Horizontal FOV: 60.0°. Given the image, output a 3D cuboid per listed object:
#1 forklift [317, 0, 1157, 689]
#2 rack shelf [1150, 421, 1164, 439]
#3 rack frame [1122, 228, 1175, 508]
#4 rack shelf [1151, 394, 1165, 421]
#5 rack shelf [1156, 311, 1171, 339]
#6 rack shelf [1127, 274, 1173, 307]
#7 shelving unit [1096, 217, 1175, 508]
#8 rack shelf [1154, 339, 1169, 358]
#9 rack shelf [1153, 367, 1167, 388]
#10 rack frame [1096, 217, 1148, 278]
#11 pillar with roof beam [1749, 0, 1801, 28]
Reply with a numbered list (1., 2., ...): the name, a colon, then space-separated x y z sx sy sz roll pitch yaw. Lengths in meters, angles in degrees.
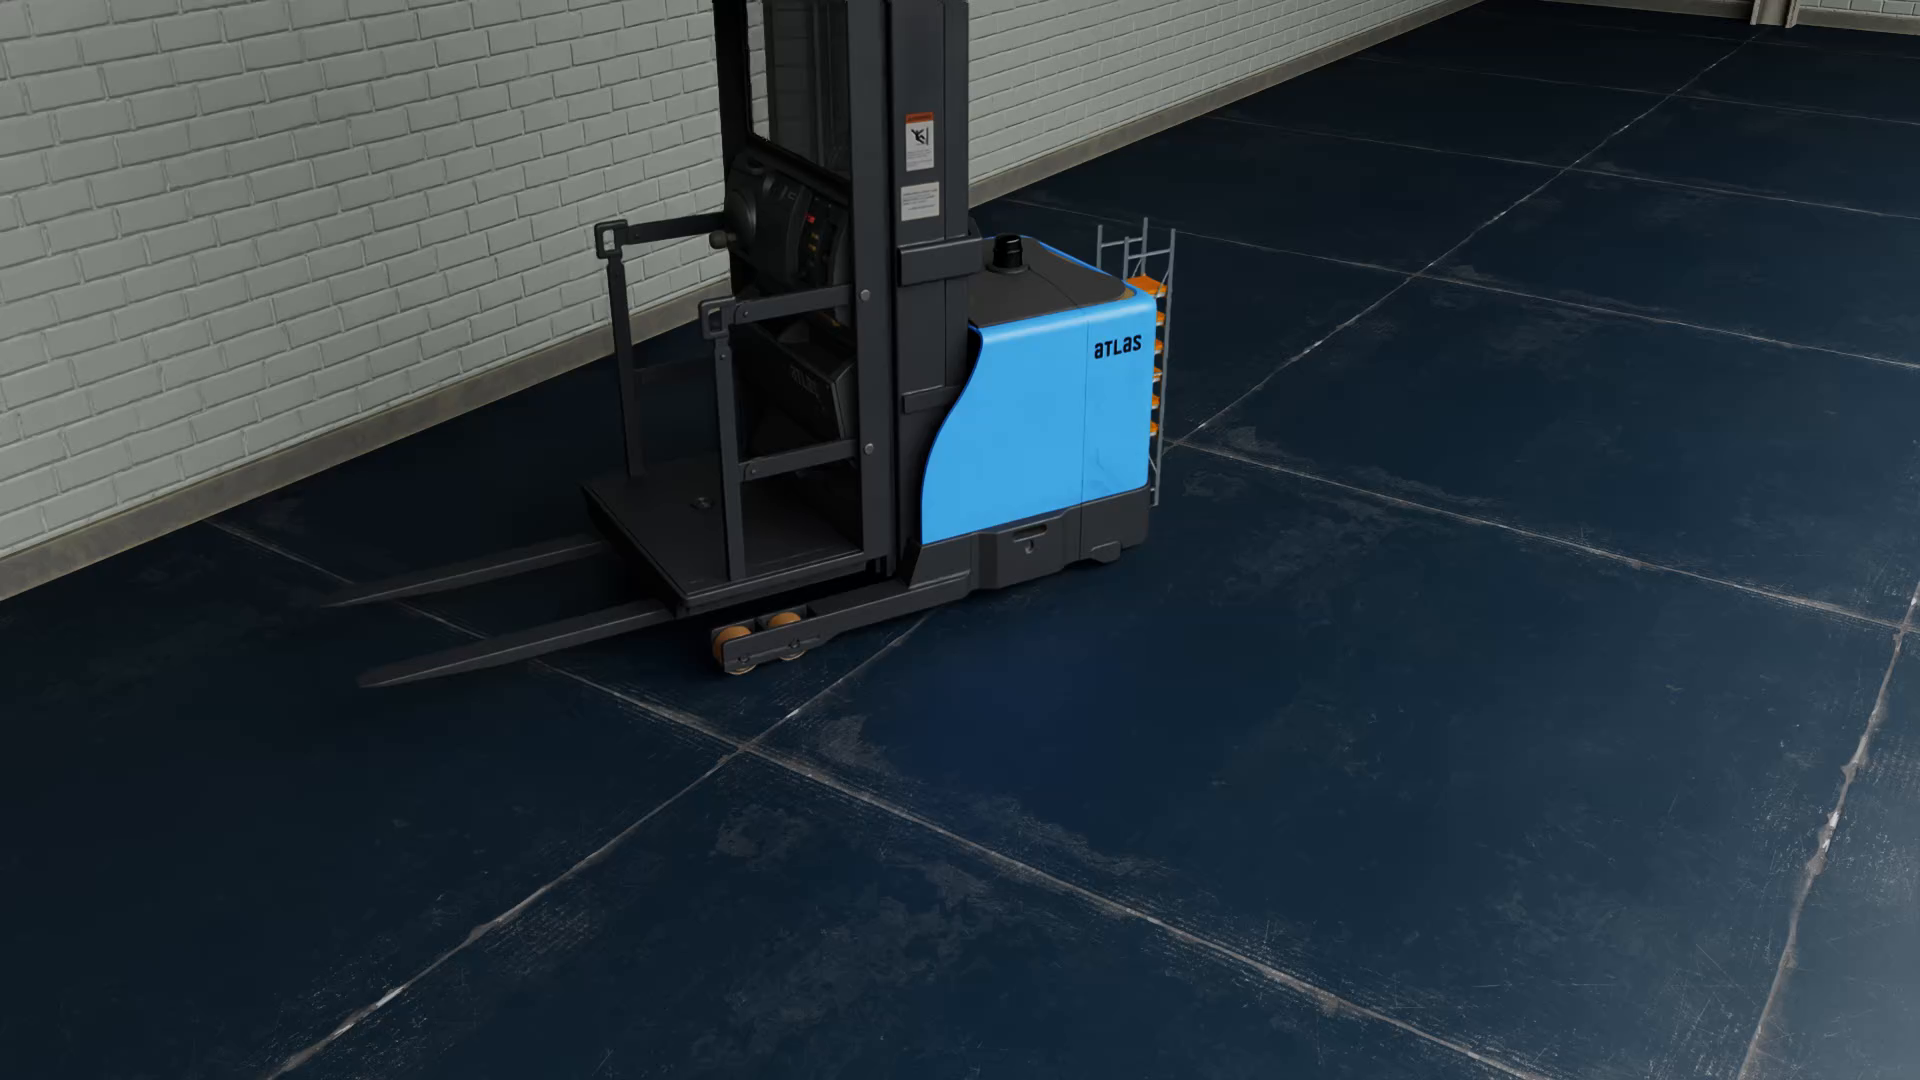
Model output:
1. forklift: -0.785 -1.109 5.698 3.031 2.935 1.130 -15 30 -26
2. rack shelf: 0.687 -0.436 6.911 0.258 0.103 0.180 -15 30 -27
3. rack frame: 0.734 -0.654 6.712 0.240 1.200 0.006 -15 30 -27
4. rack shelf: 0.688 -0.543 6.856 0.258 0.103 0.180 -15 30 -27
5. rack shelf: 0.689 -0.865 6.694 0.258 0.103 0.180 -15 30 -27
6. rack shelf: 0.689 -0.972 6.640 0.258 0.103 0.180 -15 30 -27
7. shelving unit: 0.688 -0.690 6.782 0.258 1.200 0.189 -15 30 -27
8. rack shelf: 0.688 -0.758 6.748 0.258 0.103 0.180 -15 30 -27
9. rack shelf: 0.688 -0.651 6.802 0.258 0.103 0.180 -15 30 -27
10. rack frame: 0.642 -0.726 6.853 0.240 1.200 0.006 -15 30 -27
11. pillar with roof beam: 6.023 -7.774 12.104 0.400 9.000 9.100 17 32 30
